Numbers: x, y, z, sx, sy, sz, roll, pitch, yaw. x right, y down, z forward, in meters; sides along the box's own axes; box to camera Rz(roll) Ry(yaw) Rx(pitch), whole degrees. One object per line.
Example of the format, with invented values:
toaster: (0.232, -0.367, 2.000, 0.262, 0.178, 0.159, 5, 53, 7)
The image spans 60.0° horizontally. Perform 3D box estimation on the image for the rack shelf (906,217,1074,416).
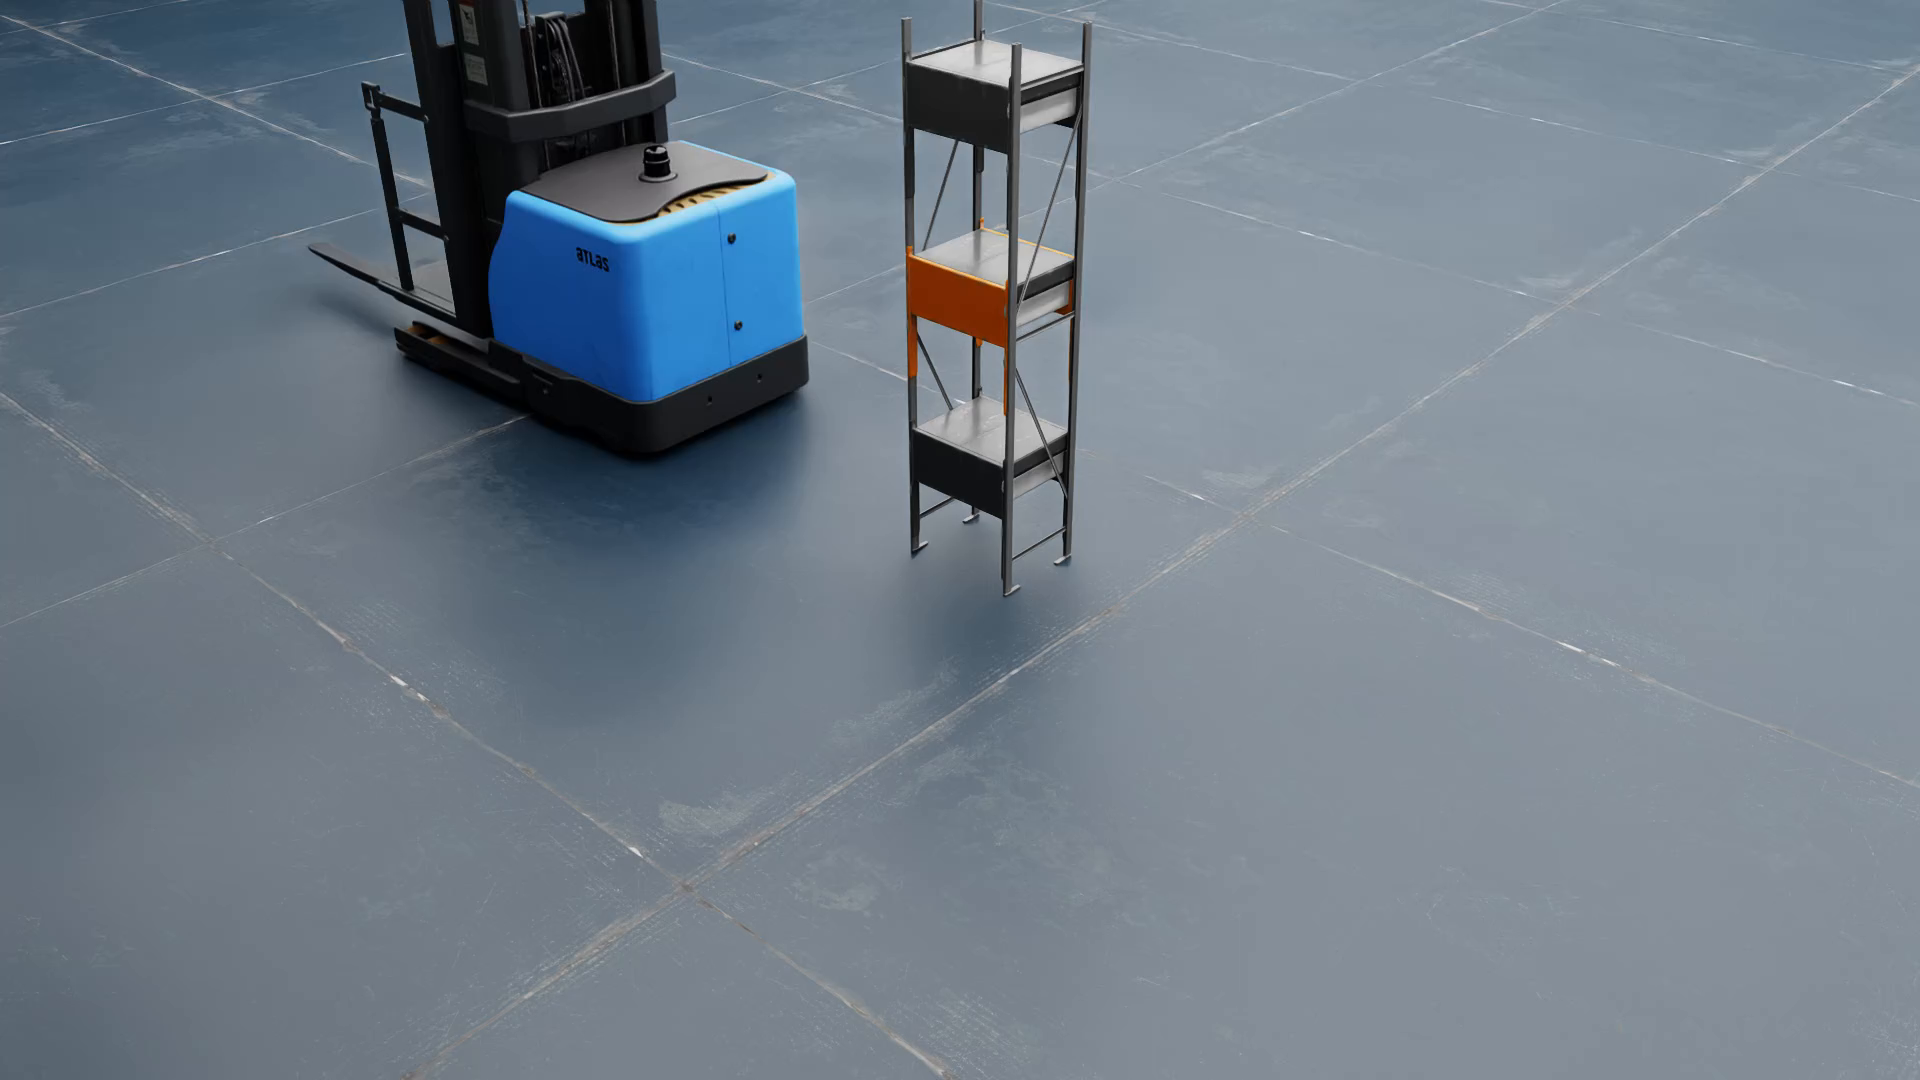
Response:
rack shelf: (0.123, -0.831, 6.120, 0.480, 0.518, 0.431, 25, 39, 35)

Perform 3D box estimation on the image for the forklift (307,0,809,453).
forklift: (-2.155, -2.267, 7.674, 3.031, 2.935, 1.130, 24, 39, 34)

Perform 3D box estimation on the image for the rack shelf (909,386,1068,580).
rack shelf: (0.123, -0.231, 6.481, 0.480, 0.518, 0.431, 25, 39, 35)

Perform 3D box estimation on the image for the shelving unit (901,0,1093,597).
shelving unit: (0.123, -0.842, 6.113, 0.503, 2.100, 0.431, 25, 39, 35)

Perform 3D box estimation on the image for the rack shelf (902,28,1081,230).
rack shelf: (0.123, -1.430, 5.759, 0.480, 0.518, 0.431, 25, 39, 35)

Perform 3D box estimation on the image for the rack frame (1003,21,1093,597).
rack frame: (0.304, -0.758, 5.973, 0.015, 2.100, 0.400, 25, 39, 35)

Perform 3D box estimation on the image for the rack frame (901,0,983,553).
rack frame: (-0.058, -0.927, 6.254, 0.015, 2.100, 0.400, 25, 39, 35)
